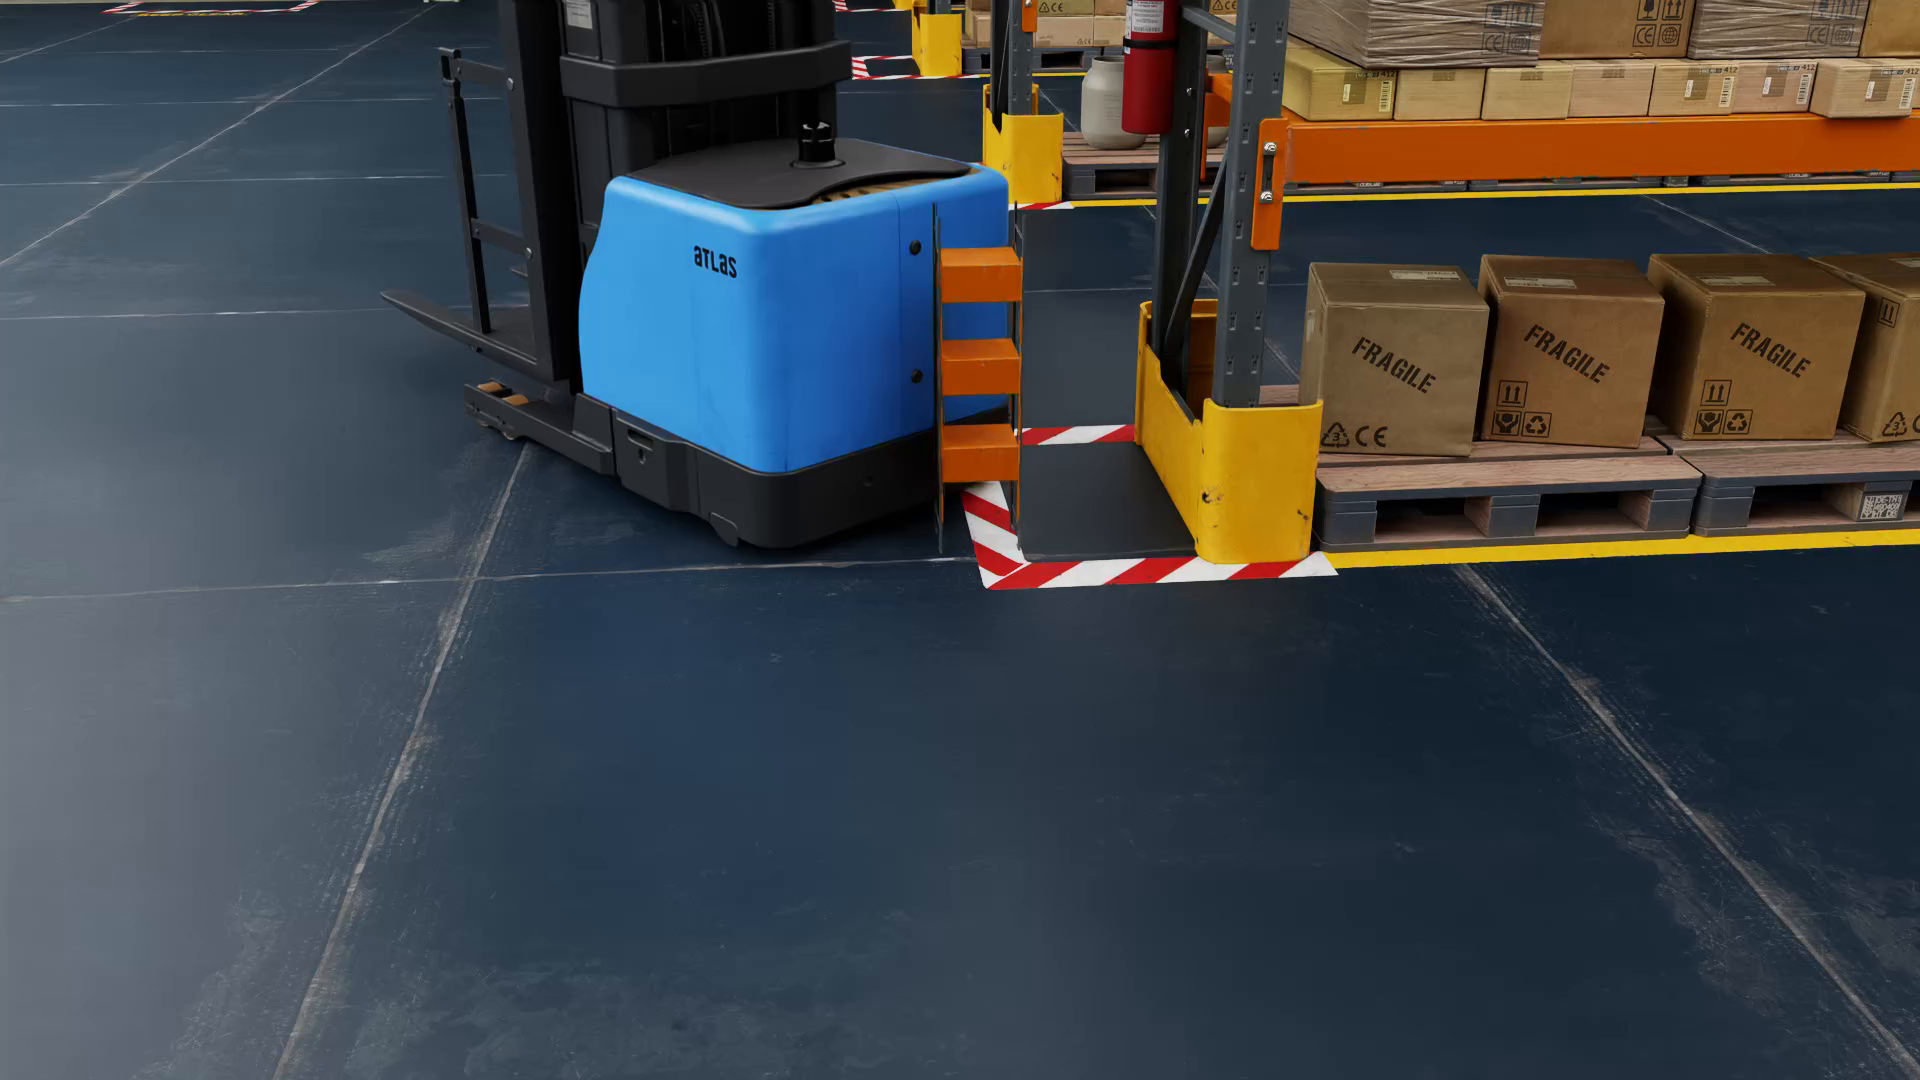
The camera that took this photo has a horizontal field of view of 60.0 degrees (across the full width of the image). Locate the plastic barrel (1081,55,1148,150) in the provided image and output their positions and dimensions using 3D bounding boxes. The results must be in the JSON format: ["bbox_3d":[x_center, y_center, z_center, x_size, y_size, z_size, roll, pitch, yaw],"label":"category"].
[{"bbox_3d":[0.945,-2.647,10.059,0.421,0.512,0.421,0,24,0],"label":"plastic barrel"}]

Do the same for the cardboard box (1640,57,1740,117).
[{"bbox_3d":[2.089,-1.365,4.937,0.250,0.149,0.380,-2,24,-5],"label":"cardboard box"}]

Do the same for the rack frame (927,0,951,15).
[{"bbox_3d":[-0.185,-5.537,14.015,0.127,3.000,1.000,-2,24,-5],"label":"rack frame"}]

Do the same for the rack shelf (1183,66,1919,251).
[{"bbox_3d":[2.775,-1.284,5.332,4.000,0.370,1.077,-2,24,-5],"label":"rack shelf"}]

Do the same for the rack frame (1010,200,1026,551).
[{"bbox_3d":[0.174,-0.487,5.052,0.008,1.050,0.200,-2,24,-5],"label":"rack frame"}]

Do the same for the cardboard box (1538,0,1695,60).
[{"bbox_3d":[1.820,-1.794,5.104,0.500,0.500,0.875,-2,24,-5],"label":"cardboard box"}]

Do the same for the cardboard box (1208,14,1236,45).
[{"bbox_3d":[2.360,-4.484,14.513,0.500,0.250,0.500,-2,24,-5],"label":"cardboard box"}]

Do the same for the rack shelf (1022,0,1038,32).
[{"bbox_3d":[2.288,-3.286,9.836,4.000,0.370,1.077,-2,24,-5],"label":"rack shelf"}]

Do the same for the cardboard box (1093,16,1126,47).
[{"bbox_3d":[1.365,-4.446,14.427,0.500,0.250,0.500,-2,24,-5],"label":"cardboard box"}]

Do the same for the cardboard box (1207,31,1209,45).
[{"bbox_3d":[1.863,-4.464,14.467,0.500,0.250,0.500,-2,24,-5],"label":"cardboard box"}]

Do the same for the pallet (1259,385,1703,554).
[{"bbox_3d":[1.672,-0.280,5.620,1.213,0.211,1.003,-2,24,-5],"label":"pallet"}]

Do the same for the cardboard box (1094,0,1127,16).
[{"bbox_3d":[1.364,-4.793,14.285,0.500,0.500,0.500,-2,24,-5],"label":"cardboard box"}]

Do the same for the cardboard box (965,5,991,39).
[{"bbox_3d":[0.319,-4.614,14.805,0.500,0.250,0.500,-2,24,-5],"label":"cardboard box"}]

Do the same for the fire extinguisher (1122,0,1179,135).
[{"bbox_3d":[0.625,-1.679,5.431,0.183,0.674,0.296,-2,24,-5],"label":"fire extinguisher"}]

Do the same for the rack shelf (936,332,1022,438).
[{"bbox_3d":[0.053,-0.472,5.046,0.240,0.259,0.215,-2,24,-5],"label":"rack shelf"}]

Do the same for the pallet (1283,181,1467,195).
[{"bbox_3d":[2.389,-2.361,10.301,1.213,0.211,1.003,-2,24,-5],"label":"pallet"}]

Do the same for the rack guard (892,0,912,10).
[{"bbox_3d":[-0.600,-6.400,19.034,0.348,0.500,1.175,-2,24,-5],"label":"rack guard"}]

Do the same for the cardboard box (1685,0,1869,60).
[{"bbox_3d":[2.322,-1.797,5.110,0.500,0.500,0.875,-2,24,-5],"label":"cardboard box"}]

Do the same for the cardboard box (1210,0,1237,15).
[{"bbox_3d":[2.359,-4.832,14.372,0.500,0.500,0.500,-2,24,-5],"label":"cardboard box"}]

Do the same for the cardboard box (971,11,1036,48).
[{"bbox_3d":[0.370,-4.404,14.334,0.500,0.250,0.500,-2,24,-5],"label":"cardboard box"}]

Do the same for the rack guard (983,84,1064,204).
[{"bbox_3d":[0.369,-2.415,10.068,0.348,0.500,1.175,-2,24,-5],"label":"rack guard"}]

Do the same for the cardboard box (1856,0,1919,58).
[{"bbox_3d":[2.821,-1.812,5.144,0.500,0.500,0.875,-2,24,-5],"label":"cardboard box"}]

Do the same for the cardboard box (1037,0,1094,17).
[{"bbox_3d":[0.867,-4.768,14.228,0.500,0.500,0.500,-2,24,-5],"label":"cardboard box"}]

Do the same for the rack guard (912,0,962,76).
[{"bbox_3d":[-0.209,-4.394,14.521,0.348,0.500,1.175,-2,24,-5],"label":"rack guard"}]

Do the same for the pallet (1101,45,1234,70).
[{"bbox_3d":[1.783,-4.358,14.795,1.213,0.211,1.003,-2,24,-5],"label":"pallet"}]

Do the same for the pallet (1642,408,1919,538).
[{"bbox_3d":[2.883,-0.327,5.727,1.213,0.211,1.003,-2,24,-5],"label":"pallet"}]

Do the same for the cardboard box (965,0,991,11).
[{"bbox_3d":[0.319,-4.957,14.655,0.500,0.500,0.500,-2,24,-5],"label":"cardboard box"}]

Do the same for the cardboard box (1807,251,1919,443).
[{"bbox_3d":[3.184,-0.660,5.603,0.500,0.500,0.500,-4,24,-10],"label":"cardboard box"}]

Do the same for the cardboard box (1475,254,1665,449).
[{"bbox_3d":[1.999,-0.639,5.554,0.500,0.500,0.500,4,24,9],"label":"cardboard box"}]

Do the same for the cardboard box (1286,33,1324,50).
[{"bbox_3d":[1.048,-1.513,5.271,0.250,0.149,0.380,-2,24,-5],"label":"cardboard box"}]

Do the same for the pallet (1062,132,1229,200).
[{"bbox_3d":[1.178,-2.313,10.194,1.213,0.211,1.003,-2,24,-5],"label":"pallet"}]

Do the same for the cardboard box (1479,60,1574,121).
[{"bbox_3d":[1.592,-1.340,4.880,0.250,0.149,0.380,-2,24,-5],"label":"cardboard box"}]

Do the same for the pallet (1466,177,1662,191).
[{"bbox_3d":[3.606,-2.411,10.414,1.213,0.211,1.003,-2,24,-5],"label":"pallet"}]

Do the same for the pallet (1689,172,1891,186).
[{"bbox_3d":[5.056,-2.468,10.542,1.213,0.211,1.003,-2,24,-5],"label":"pallet"}]

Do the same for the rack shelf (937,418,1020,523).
[{"bbox_3d":[0.053,-0.218,5.159,0.240,0.259,0.215,-2,24,-5],"label":"rack shelf"}]

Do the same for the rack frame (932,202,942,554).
[{"bbox_3d":[-0.068,-0.477,5.031,0.008,1.050,0.200,-2,24,-5],"label":"rack frame"}]

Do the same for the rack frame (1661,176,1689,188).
[{"bbox_3d":[4.278,-3.695,9.870,0.127,3.000,1.000,-2,24,-5],"label":"rack frame"}]

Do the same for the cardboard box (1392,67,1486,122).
[{"bbox_3d":[1.342,-1.336,4.871,0.250,0.149,0.380,-2,24,-5],"label":"cardboard box"}]

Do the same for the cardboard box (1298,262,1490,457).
[{"bbox_3d":[1.408,-0.601,5.469,0.500,0.500,0.500,2,24,5],"label":"cardboard box"}]

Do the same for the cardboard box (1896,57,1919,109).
[{"bbox_3d":[2.830,-1.418,5.056,0.250,0.149,0.380,-2,24,-5],"label":"cardboard box"}]

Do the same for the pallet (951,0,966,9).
[{"bbox_3d":[0.212,-6.286,19.134,1.213,0.211,1.003,-2,24,-5],"label":"pallet"}]

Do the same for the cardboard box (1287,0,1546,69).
[{"bbox_3d":[1.335,-1.726,4.950,0.500,0.500,0.875,-2,24,-5],"label":"cardboard box"}]

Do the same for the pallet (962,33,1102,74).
[{"bbox_3d":[0.571,-4.311,14.688,1.213,0.211,1.003,-2,24,-5],"label":"pallet"}]

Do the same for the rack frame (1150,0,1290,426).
[{"bbox_3d":[0.784,-1.533,5.006,0.127,3.000,1.000,-2,24,-5],"label":"rack frame"}]

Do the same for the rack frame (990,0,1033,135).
[{"bbox_3d":[0.298,-3.535,9.510,0.127,3.000,1.000,-2,24,-5],"label":"rack frame"}]

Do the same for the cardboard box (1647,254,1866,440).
[{"bbox_3d":[2.624,-0.656,5.593,0.500,0.500,0.500,0,24,0],"label":"cardboard box"}]

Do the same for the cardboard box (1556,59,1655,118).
[{"bbox_3d":[1.839,-1.358,4.921,0.250,0.149,0.380,-2,24,-5],"label":"cardboard box"}]

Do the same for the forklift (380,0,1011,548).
[{"bbox_3d":[-1.197,-1.826,5.750,1.130,2.935,3.031,-20,31,-38],"label":"forklift"}]

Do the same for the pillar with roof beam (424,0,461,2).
[{"bbox_3d":[-5.612,-8.679,13.697,0.400,9.000,9.100,-2,24,-5],"label":"pillar with roof beam"}]

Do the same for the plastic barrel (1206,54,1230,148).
[{"bbox_3d":[1.444,-2.667,10.104,0.421,0.512,0.421,0,24,0],"label":"plastic barrel"}]

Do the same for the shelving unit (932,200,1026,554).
[{"bbox_3d":[0.053,-0.482,5.042,0.252,1.050,0.215,-2,24,-5],"label":"shelving unit"}]

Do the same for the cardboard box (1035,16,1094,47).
[{"bbox_3d":[0.867,-4.426,14.382,0.500,0.250,0.500,-2,24,-5],"label":"cardboard box"}]

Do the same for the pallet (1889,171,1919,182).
[{"bbox_3d":[6.273,-2.518,10.654,1.213,0.211,1.003,-2,24,-5],"label":"pallet"}]

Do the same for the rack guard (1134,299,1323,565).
[{"bbox_3d":[0.860,-0.394,5.521,0.348,0.500,1.175,-2,24,-5],"label":"rack guard"}]

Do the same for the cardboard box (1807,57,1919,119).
[{"bbox_3d":[2.594,-1.354,4.913,0.250,0.149,0.380,-2,24,-5],"label":"cardboard box"}]

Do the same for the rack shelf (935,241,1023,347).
[{"bbox_3d":[0.053,-0.732,4.931,0.240,0.259,0.215,-2,24,-5],"label":"rack shelf"}]

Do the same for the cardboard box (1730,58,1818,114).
[{"bbox_3d":[2.335,-1.386,4.984,0.250,0.149,0.380,-2,24,-5],"label":"cardboard box"}]

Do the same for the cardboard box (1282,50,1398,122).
[{"bbox_3d":[1.092,-1.333,4.866,0.250,0.149,0.380,-2,24,-5],"label":"cardboard box"}]
